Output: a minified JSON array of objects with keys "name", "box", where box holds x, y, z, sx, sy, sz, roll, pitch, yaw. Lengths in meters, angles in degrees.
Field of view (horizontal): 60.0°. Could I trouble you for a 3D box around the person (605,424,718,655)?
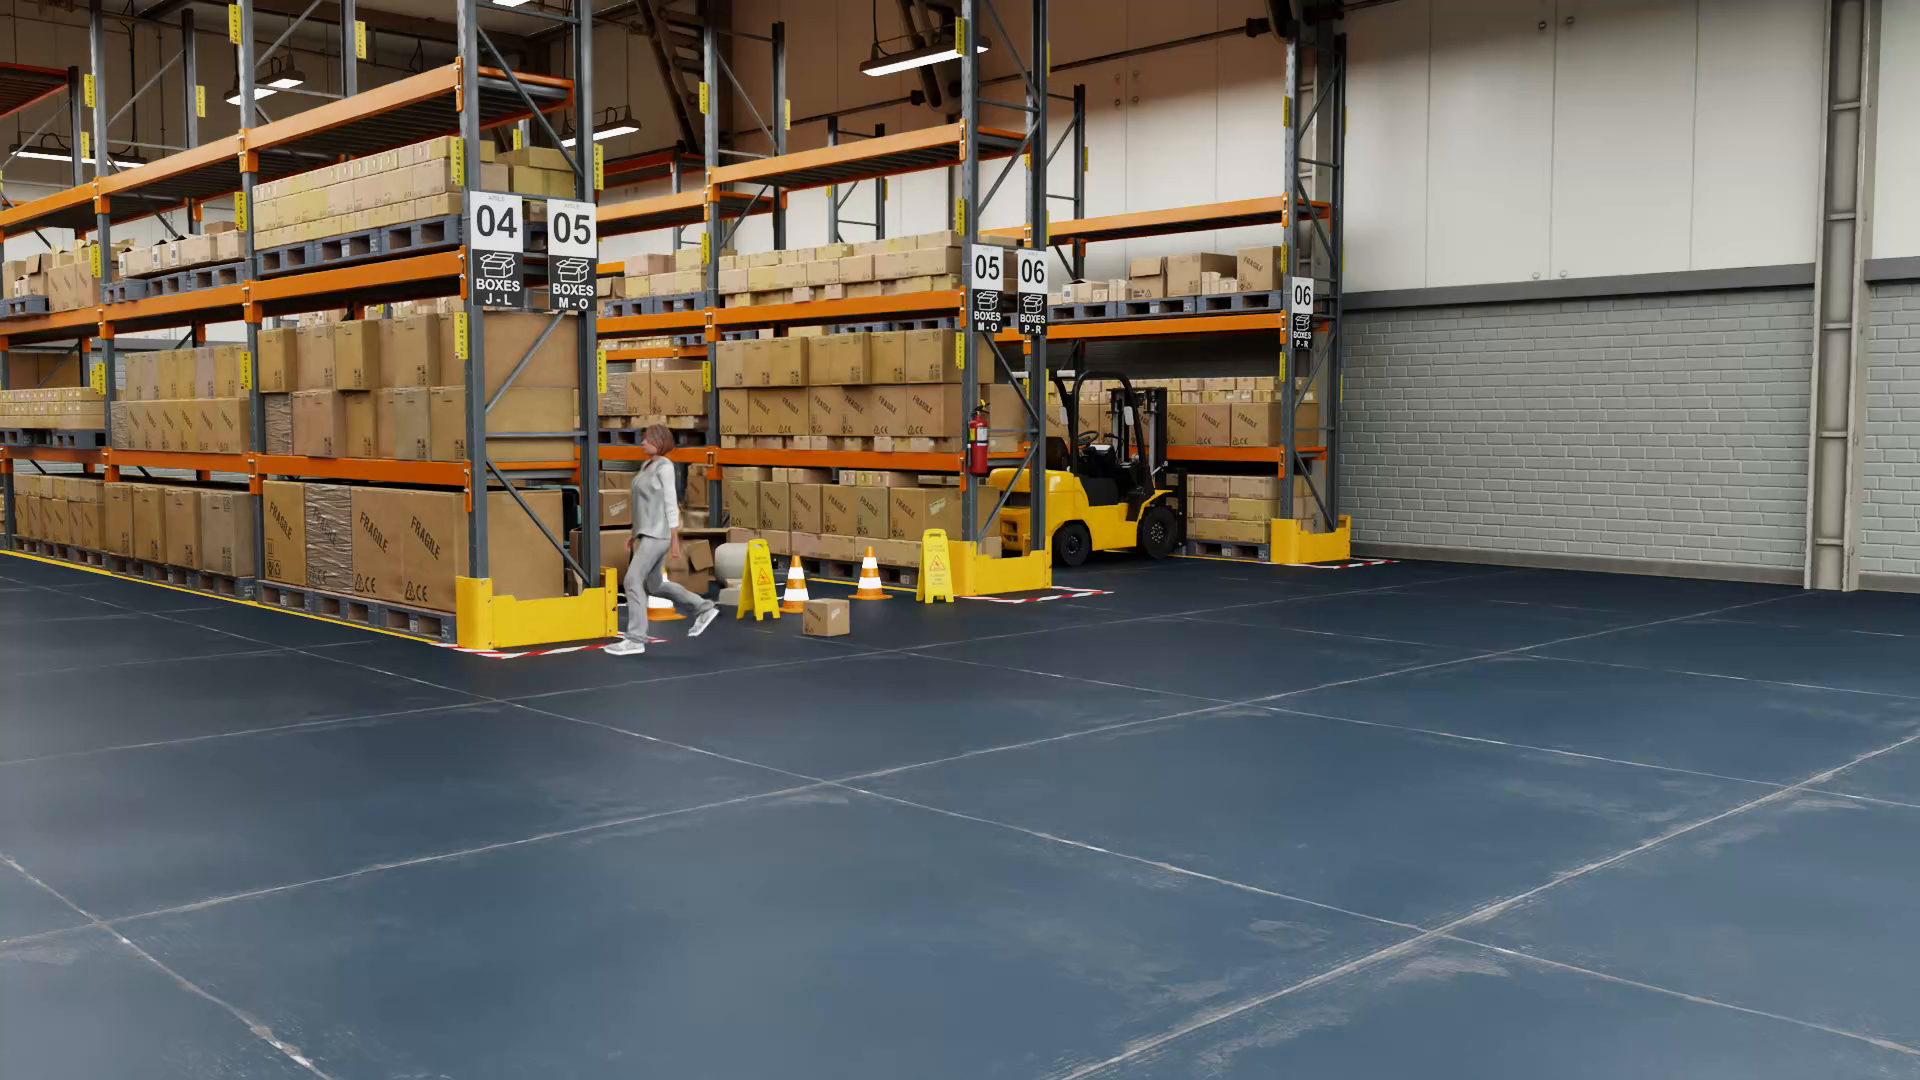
[{"name":"person","box":[-2.047,-0.017,11.400,0.828,1.560,0.398,-2,5,-24]}]
